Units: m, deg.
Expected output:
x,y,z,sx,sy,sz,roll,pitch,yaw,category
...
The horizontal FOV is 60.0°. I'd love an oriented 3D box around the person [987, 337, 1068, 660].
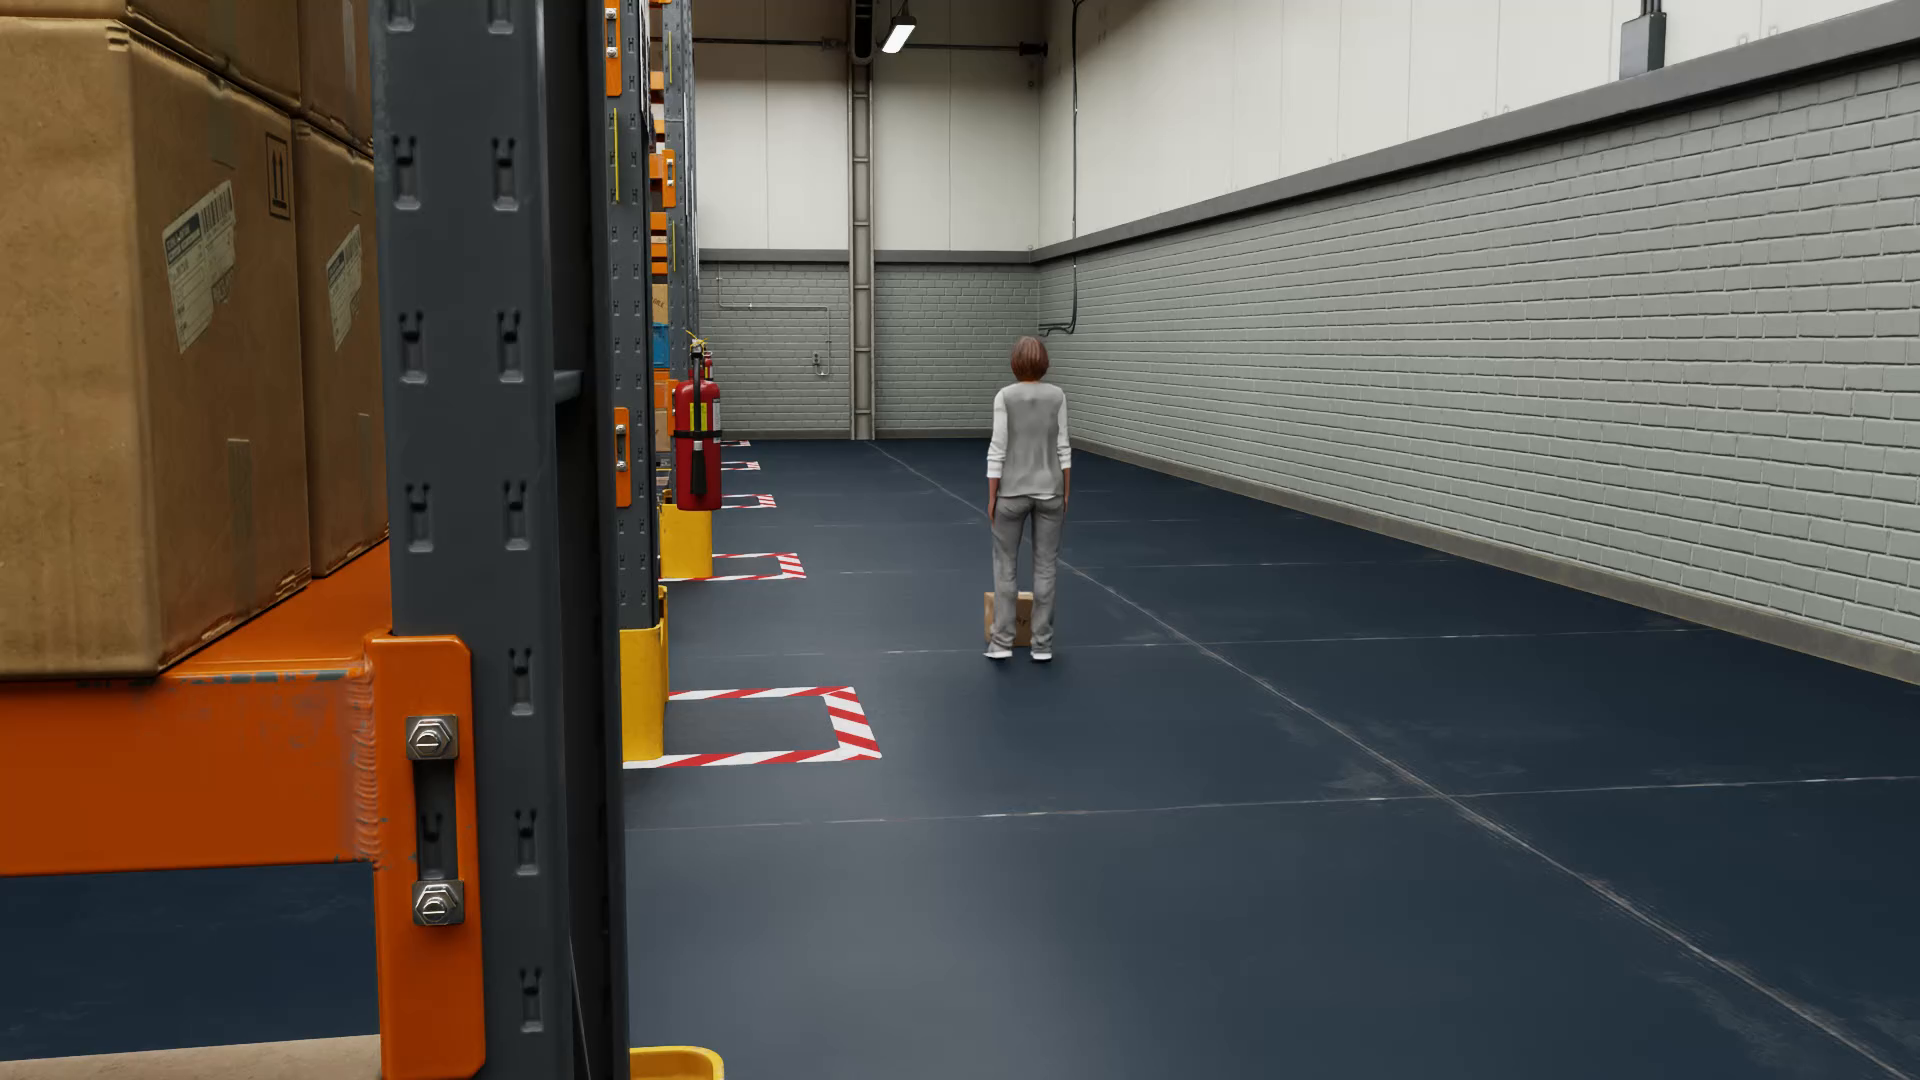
x,y,z,sx,sy,sz,roll,pitch,yaw,category
0.329,-0.197,8.205,0.407,1.598,0.318,-1,7,-8,person
